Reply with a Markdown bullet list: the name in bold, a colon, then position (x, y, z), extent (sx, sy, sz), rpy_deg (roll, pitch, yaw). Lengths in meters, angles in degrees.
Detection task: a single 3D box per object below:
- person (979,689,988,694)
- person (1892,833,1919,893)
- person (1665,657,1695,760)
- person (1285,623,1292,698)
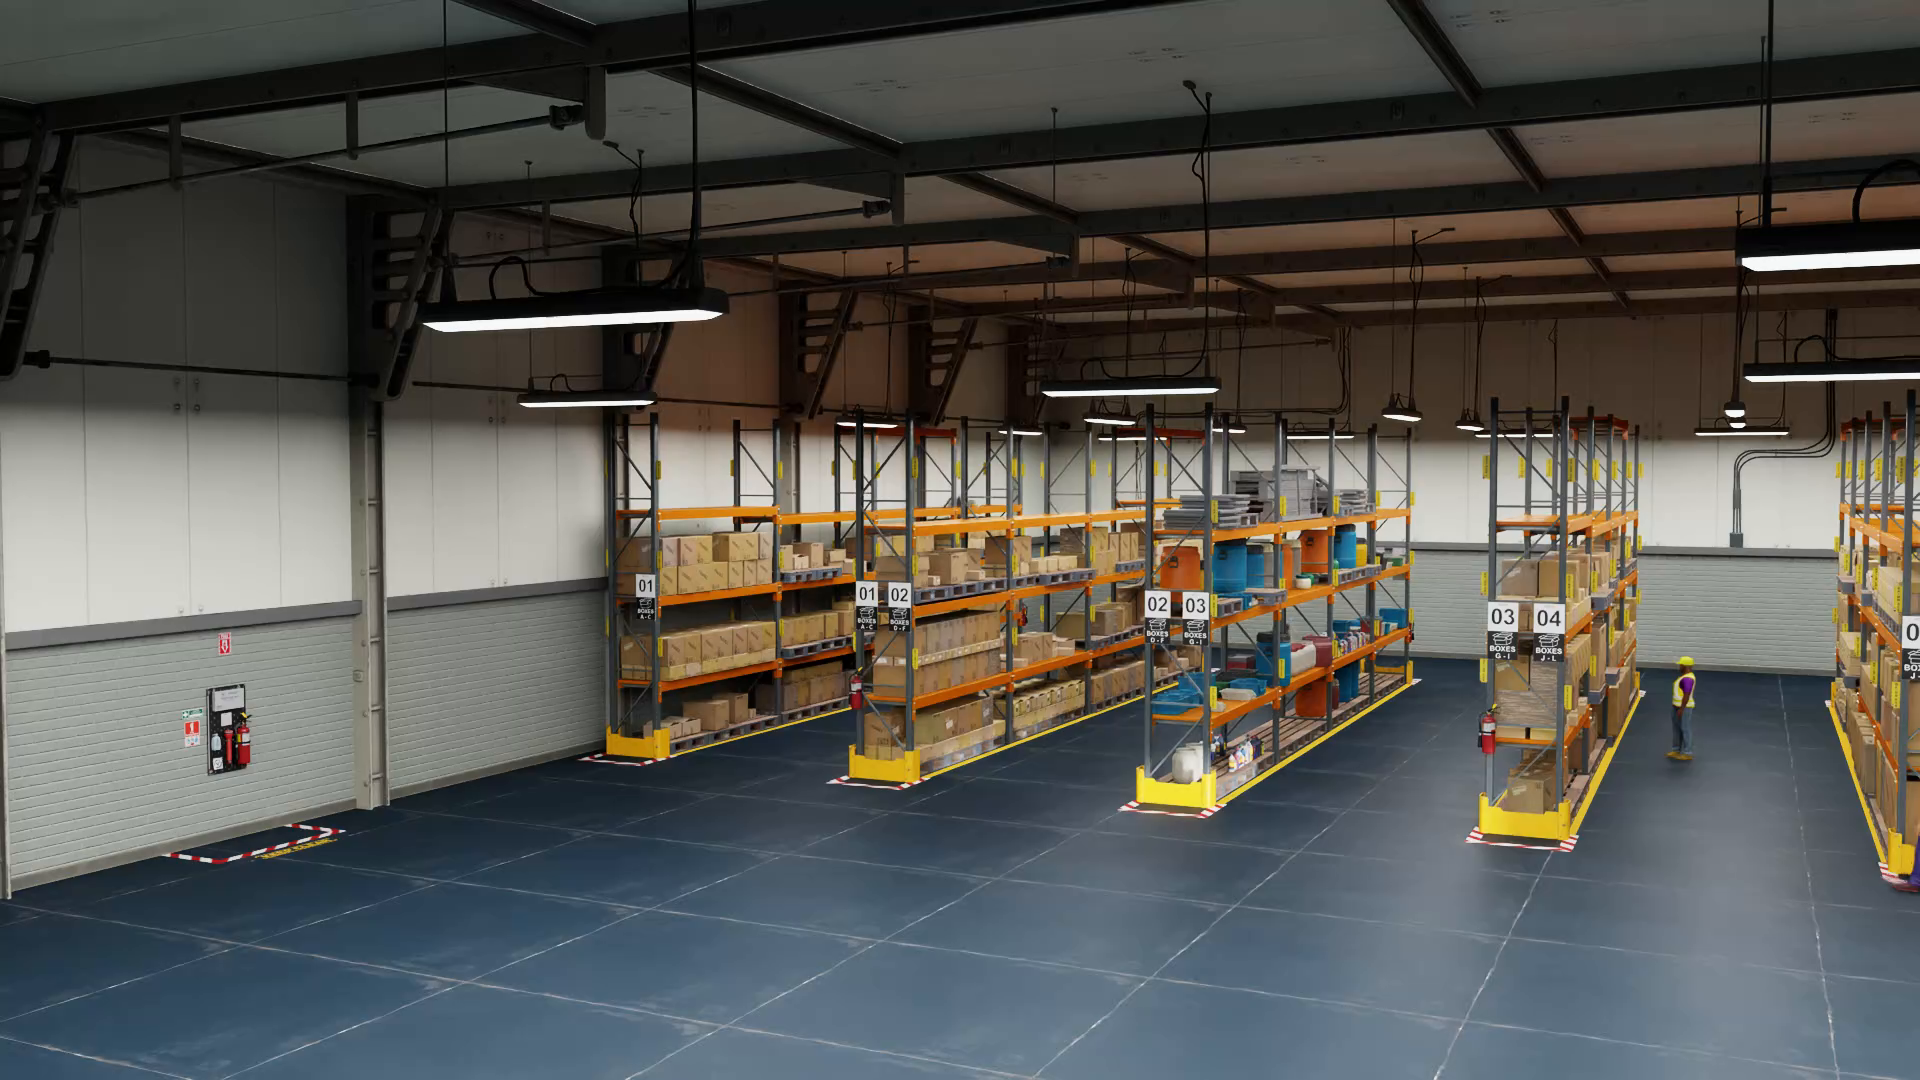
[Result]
- **person**: position (0.435, 2.597, 35.777), extent (0.439, 1.784, 0.639), rpy_deg (1, 2, 12)
- **person**: position (11.542, 3.367, 19.509), extent (0.958, 1.608, 0.461), rpy_deg (0, 2, 6)
- **person**: position (12.514, 2.899, 28.819), extent (0.485, 1.762, 0.617), rpy_deg (0, 2, 2)
- **person**: position (7.035, 2.654, 36.404), extent (0.505, 1.720, 0.531), rpy_deg (0, 2, -11)
